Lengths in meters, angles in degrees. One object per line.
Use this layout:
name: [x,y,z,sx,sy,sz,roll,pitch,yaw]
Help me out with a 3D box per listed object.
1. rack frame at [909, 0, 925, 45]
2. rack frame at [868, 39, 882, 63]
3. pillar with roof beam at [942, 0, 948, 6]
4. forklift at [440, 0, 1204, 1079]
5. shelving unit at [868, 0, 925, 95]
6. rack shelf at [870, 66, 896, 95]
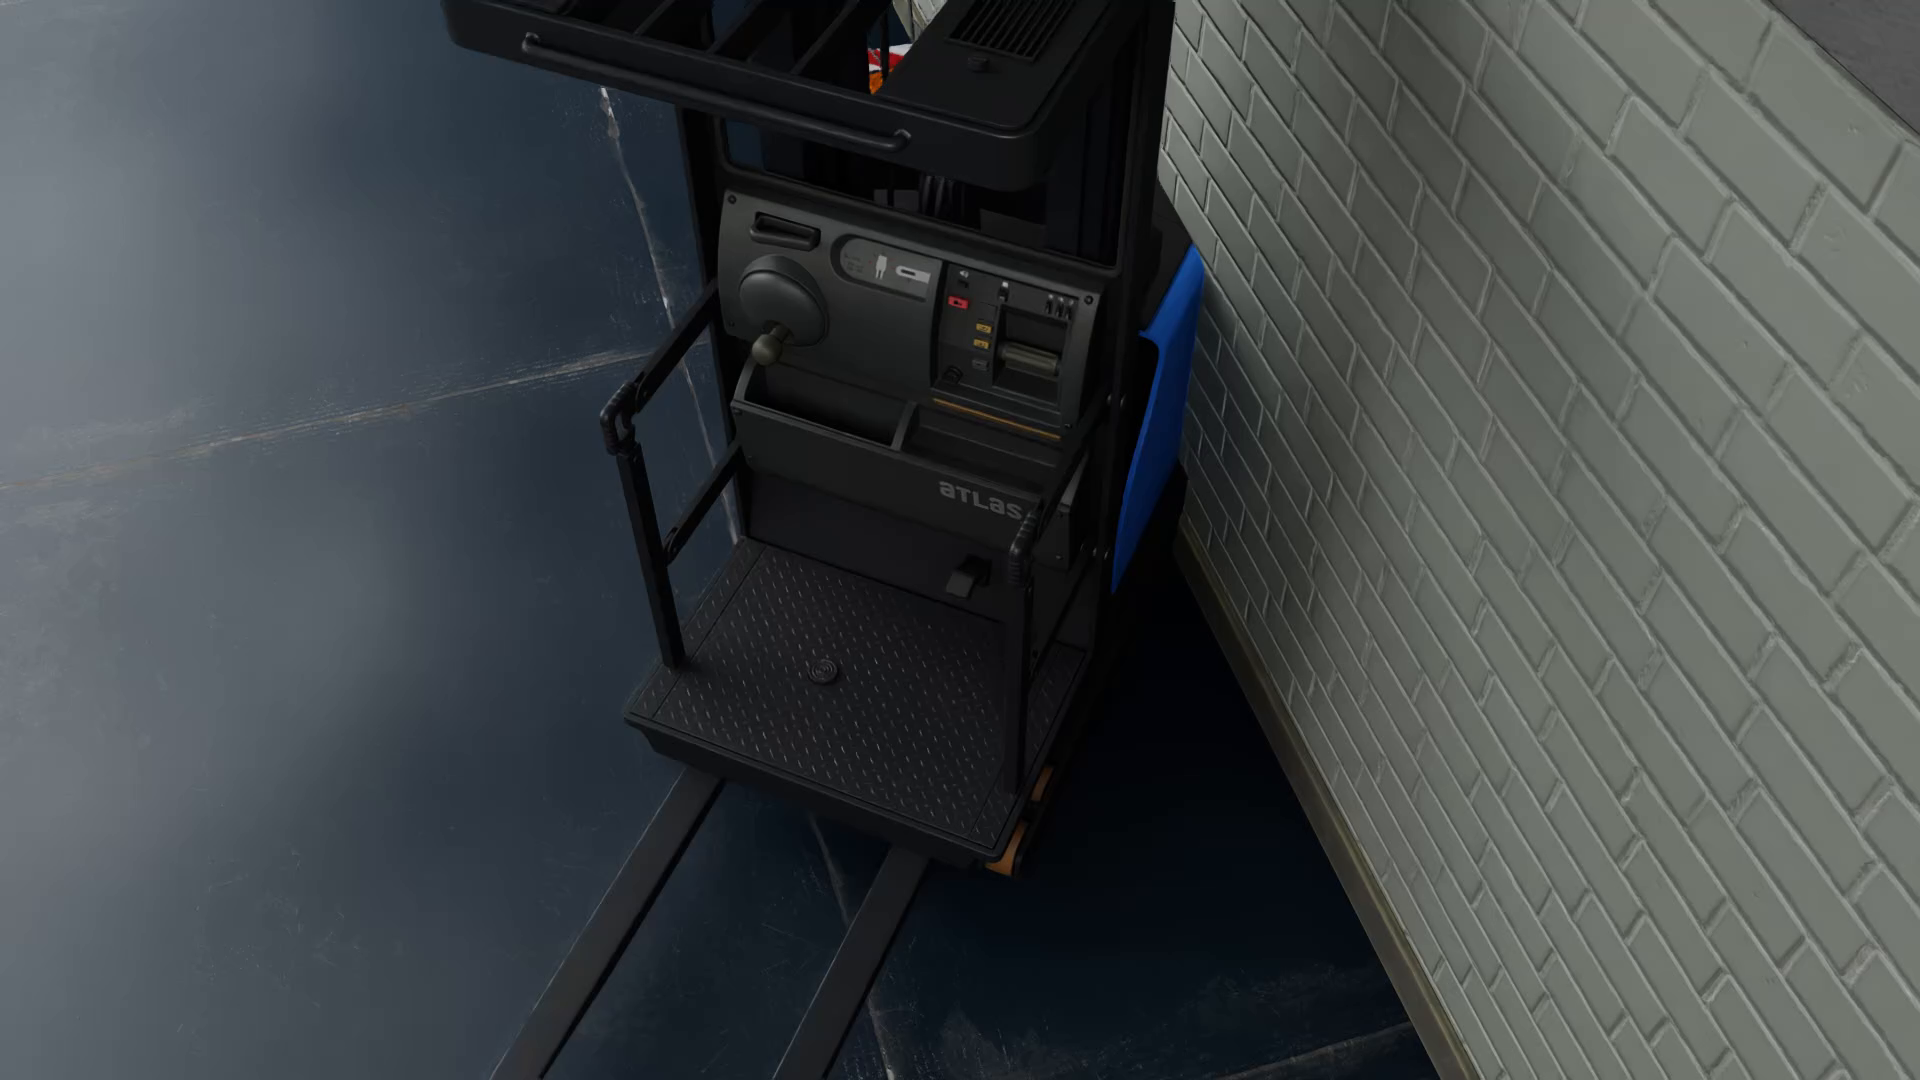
rack frame: [-0.075,-1.193,5.452,0.006,1.200,0.240,-20,48,-14]
rack frame: [-0.241,-1.132,5.407,0.006,1.200,0.240,-20,48,-14]
pillar with roof beam: [-3.964,-2.867,1.781,9.100,9.000,0.400,-13,51,-11]
forklift: [-0.215,-0.423,3.690,1.130,2.935,3.031,18,52,15]
shelving unit: [-0.158,-1.162,5.430,0.189,1.200,0.258,-20,48,-14]
rack shelf: [-0.175,-1.380,5.202,0.180,0.103,0.258,-20,48,-14]
